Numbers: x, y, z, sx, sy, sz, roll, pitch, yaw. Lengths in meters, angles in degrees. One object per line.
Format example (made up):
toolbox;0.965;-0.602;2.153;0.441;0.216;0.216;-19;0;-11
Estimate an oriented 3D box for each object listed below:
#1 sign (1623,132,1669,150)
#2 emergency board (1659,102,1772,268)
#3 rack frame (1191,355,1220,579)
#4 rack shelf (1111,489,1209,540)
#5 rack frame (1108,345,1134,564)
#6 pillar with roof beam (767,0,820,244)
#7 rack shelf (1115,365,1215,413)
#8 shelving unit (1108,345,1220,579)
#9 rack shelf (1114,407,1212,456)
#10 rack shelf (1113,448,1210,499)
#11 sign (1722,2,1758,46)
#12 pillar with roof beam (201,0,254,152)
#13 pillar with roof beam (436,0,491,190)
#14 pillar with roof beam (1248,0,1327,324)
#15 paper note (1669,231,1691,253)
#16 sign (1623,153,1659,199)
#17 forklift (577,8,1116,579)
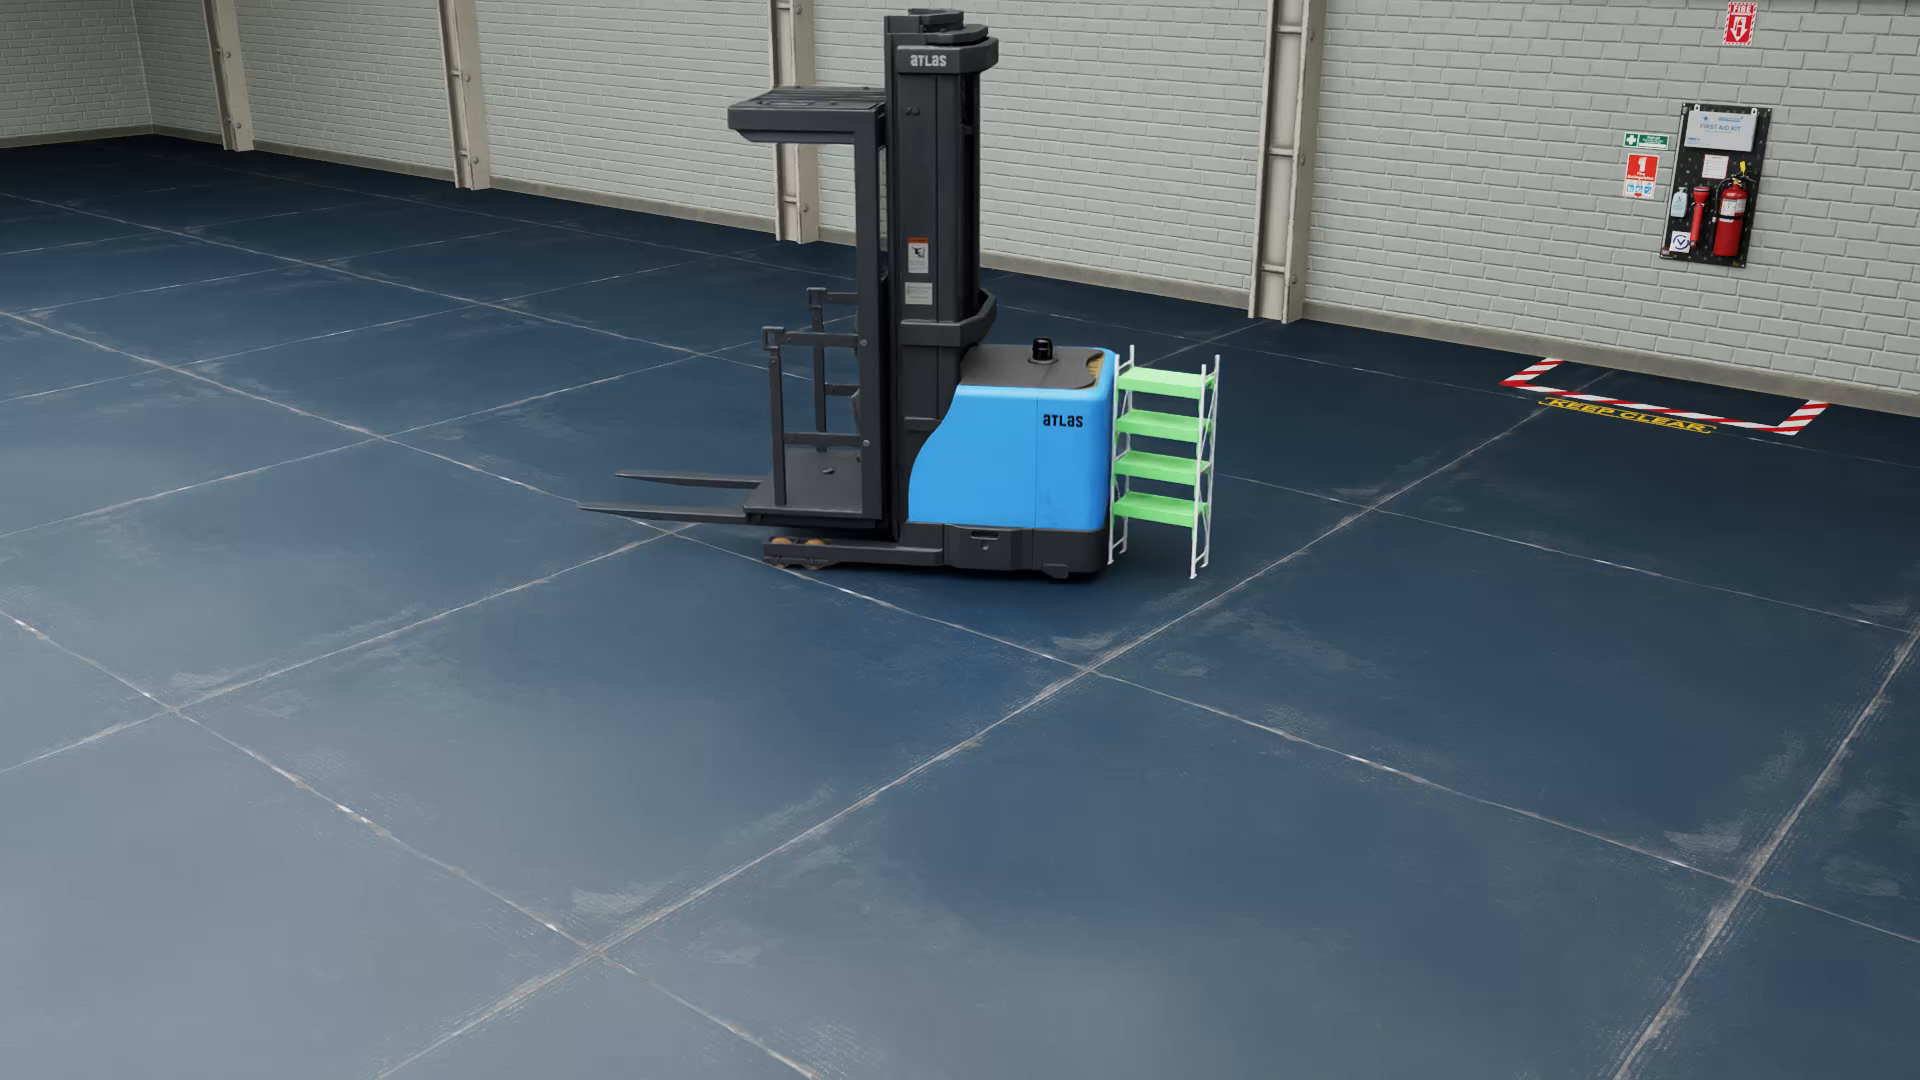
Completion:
sign;5.236;-3.045;12.691;0.331;0.109;0.001;16;26;36
emergency board;5.601;-2.633;12.398;0.643;1.169;0.194;16;26;36
rack frame;1.327;-0.389;8.998;0.015;1.200;0.240;10;23;25
rack shelf;1.109;-0.143;9.208;0.480;0.148;0.258;10;23;25
rack frame;0.891;-0.466;9.204;0.015;1.200;0.240;10;23;25
pillar with roof beam;-4.527;-6.378;13.829;0.400;9.000;9.100;16;26;36
rack shelf;1.109;-0.817;8.954;0.480;0.148;0.258;10;23;25
shelving unit;1.109;-0.427;9.101;0.503;1.200;0.258;10;23;25
rack shelf;1.109;-0.592;9.039;0.480;0.148;0.258;10;23;25
rack shelf;1.109;-0.368;9.124;0.480;0.148;0.258;10;23;25
sign;5.658;-3.746;12.066;0.199;0.298;0.001;16;26;36
pillar with roof beam;-13.824;-9.055;20.928;0.400;9.000;9.100;16;26;36
pillar with roof beam;-9.175;-7.717;17.378;0.400;9.000;9.100;16;26;36
pillar with roof beam;0.121;-5.040;10.279;0.400;9.000;9.100;16;26;36
paper note;5.508;-2.279;12.708;0.142;0.148;0.016;16;26;36
sign;5.238;-2.801;12.794;0.234;0.329;0.001;16;26;36
forklift;-0.650;-1.384;9.185;3.031;2.935;1.130;3;21;8
